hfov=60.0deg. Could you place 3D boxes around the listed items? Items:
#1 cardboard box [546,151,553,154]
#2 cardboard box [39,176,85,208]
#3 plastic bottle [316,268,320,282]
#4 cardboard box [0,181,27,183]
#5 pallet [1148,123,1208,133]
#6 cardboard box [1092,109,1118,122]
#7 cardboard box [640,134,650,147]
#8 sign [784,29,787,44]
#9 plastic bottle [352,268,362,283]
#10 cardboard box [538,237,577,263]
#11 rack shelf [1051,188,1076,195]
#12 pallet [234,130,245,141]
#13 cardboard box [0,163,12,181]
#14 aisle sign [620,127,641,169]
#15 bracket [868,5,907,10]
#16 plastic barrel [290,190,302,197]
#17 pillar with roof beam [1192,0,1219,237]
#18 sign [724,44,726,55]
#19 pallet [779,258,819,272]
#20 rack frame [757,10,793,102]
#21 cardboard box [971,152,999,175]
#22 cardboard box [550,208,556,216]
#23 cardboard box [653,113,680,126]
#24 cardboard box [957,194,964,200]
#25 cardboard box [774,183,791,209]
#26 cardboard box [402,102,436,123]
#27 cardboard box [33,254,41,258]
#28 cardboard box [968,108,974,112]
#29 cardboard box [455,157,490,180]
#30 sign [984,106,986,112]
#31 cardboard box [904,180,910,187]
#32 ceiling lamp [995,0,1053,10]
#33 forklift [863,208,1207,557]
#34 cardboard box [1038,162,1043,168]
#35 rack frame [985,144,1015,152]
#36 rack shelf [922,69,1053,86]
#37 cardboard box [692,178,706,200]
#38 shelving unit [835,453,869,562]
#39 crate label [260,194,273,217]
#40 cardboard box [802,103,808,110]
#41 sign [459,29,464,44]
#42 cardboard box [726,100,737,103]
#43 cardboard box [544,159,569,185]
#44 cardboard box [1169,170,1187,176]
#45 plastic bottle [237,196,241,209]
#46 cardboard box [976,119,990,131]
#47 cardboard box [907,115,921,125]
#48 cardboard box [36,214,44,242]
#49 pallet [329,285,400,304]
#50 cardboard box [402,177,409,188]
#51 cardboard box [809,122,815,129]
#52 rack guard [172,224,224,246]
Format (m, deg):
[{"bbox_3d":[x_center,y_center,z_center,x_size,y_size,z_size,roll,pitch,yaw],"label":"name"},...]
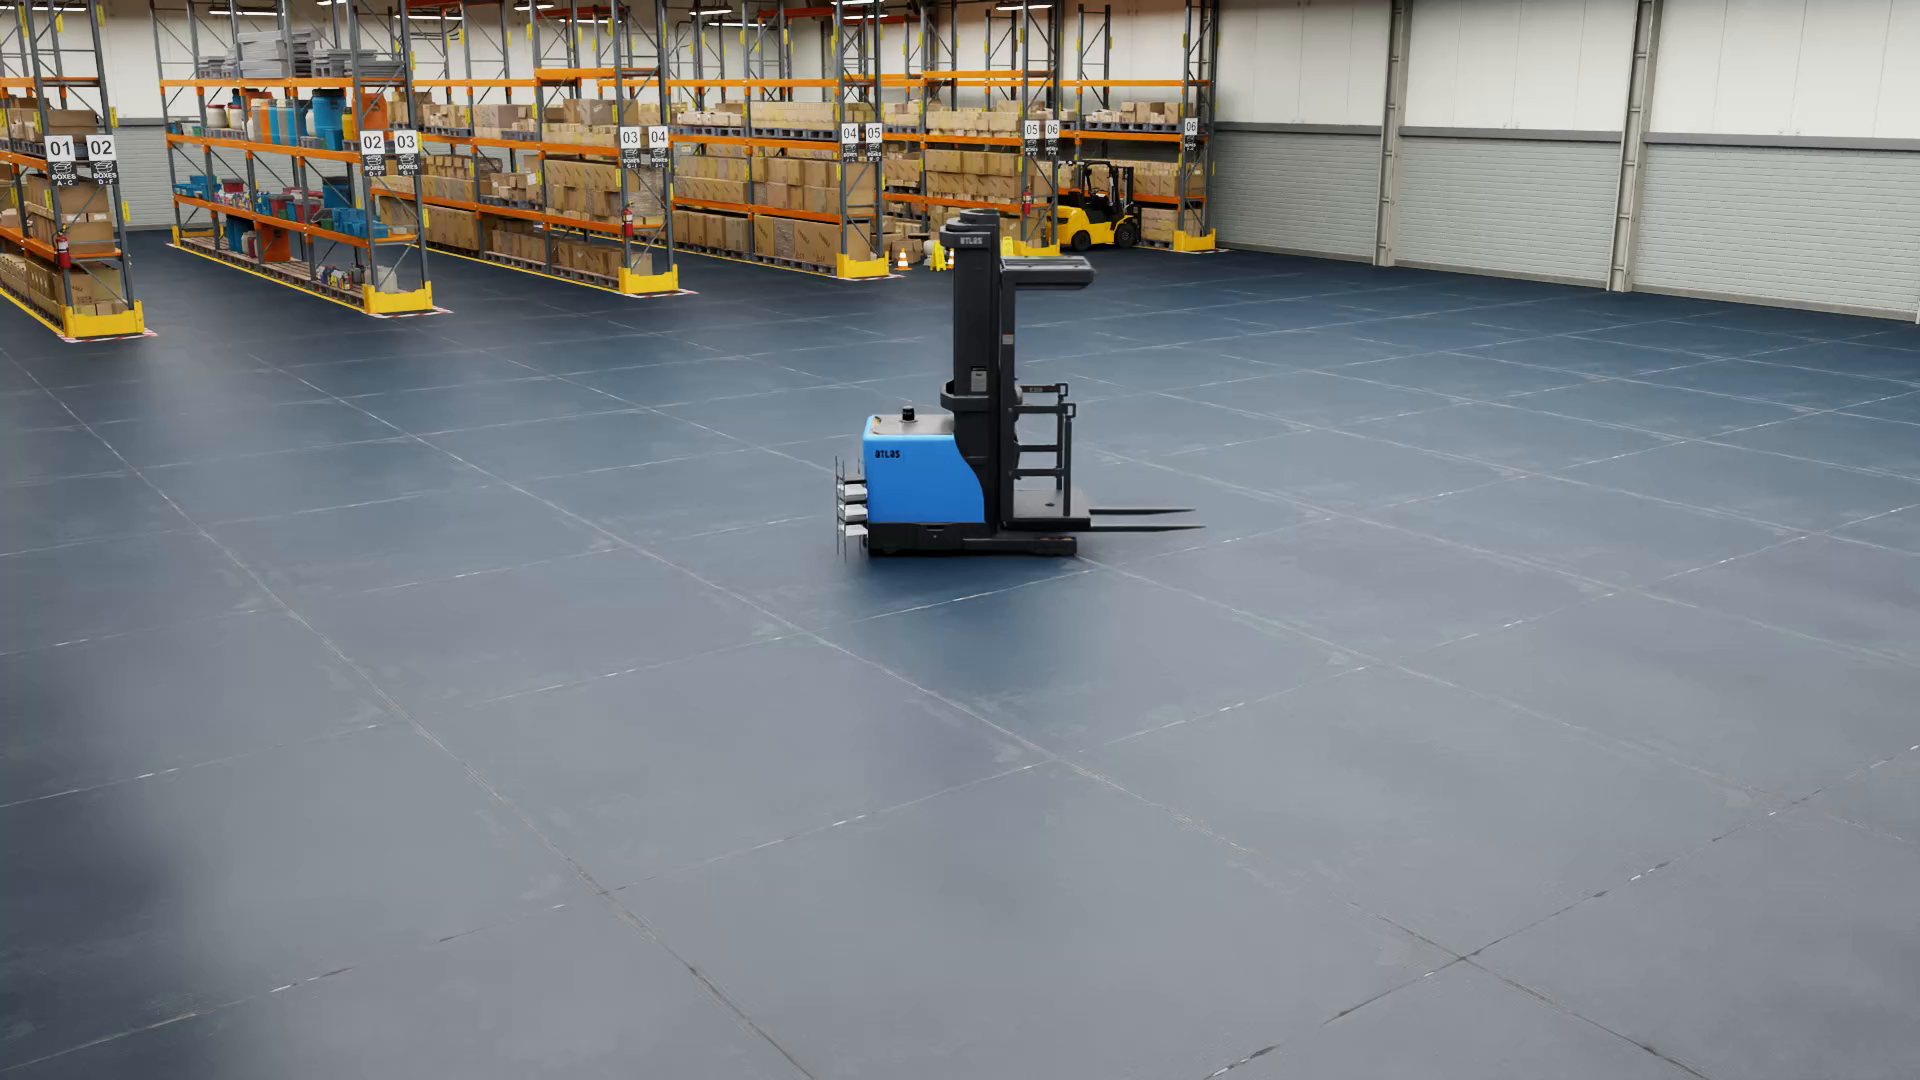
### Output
[{"bbox_3d":[-11.467,-11.114,47.355,0.500,0.500,0.500,-11,19,-35],"label":"cardboard box"},{"bbox_3d":[-15.396,-5.989,28.627,0.700,0.500,0.500,-11,19,-34],"label":"cardboard box"},{"bbox_3d":[-12.706,-5.258,32.940,0.097,0.271,0.097,0,15,0],"label":"plastic bottle"},{"bbox_3d":[-20.162,-7.321,35.158,0.500,0.500,0.700,12,19,38],"label":"cardboard box"},{"bbox_3d":[5.454,-10.281,41.443,1.003,0.211,1.213,-11,19,-35],"label":"pallet"},{"bbox_3d":[3.789,-11.015,43.142,0.500,0.311,0.500,-10,18,-33],"label":"cardboard box"},{"bbox_3d":[-6.254,-7.930,32.969,0.500,0.250,0.500,-10,18,-33],"label":"cardboard box"},{"bbox_3d":[-3.997,-11.516,38.037,0.100,0.325,0.005,-11,19,-35],"label":"sign"},{"bbox_3d":[-11.919,-5.234,32.844,0.152,0.276,0.135,-11,19,-35],"label":"plastic bottle"},{"bbox_3d":[-8.876,-6.408,36.707,0.700,0.500,0.500,-13,20,-39],"label":"cardboard box"},{"bbox_3d":[2.321,-9.656,46.037,1.077,0.370,4.000,-11,19,-35],"label":"rack shelf"},{"bbox_3d":[-15.261,-8.886,36.537,1.003,0.211,1.213,-11,19,-35],"label":"pallet"},{"bbox_3d":[-21.301,-8.113,36.952,0.500,0.500,0.500,-10,18,-33],"label":"cardboard box"},{"bbox_3d":[-6.386,-7.607,32.261,0.394,0.787,0.004,-11,19,-35],"label":"aisle sign"},{"bbox_3d":[-2.933,-16.786,52.543,0.076,0.066,4.783,-11,19,-35],"label":"bracket"},{"bbox_3d":[-14.113,-7.219,35.560,0.421,0.512,0.421,0,15,0],"label":"plastic barrel"},{"bbox_3d":[2.686,-11.236,39.082,9.100,9.000,0.400,-11,19,-35],"label":"pillar with roof beam"},{"bbox_3d":[-7.124,-14.831,50.297,0.100,0.325,0.005,-11,19,-35],"label":"sign"},{"bbox_3d":[-3.355,-6.235,37.456,1.003,0.211,1.213,-11,19,-35],"label":"pallet"},{"bbox_3d":[-5.220,-13.407,47.014,1.000,3.000,0.127,-11,19,-35],"label":"rack frame"},{"bbox_3d":[0.684,-8.902,39.272,0.700,0.500,0.500,-11,19,-35],"label":"cardboard box"},{"bbox_3d":[-8.513,-6.997,35.436,0.380,0.149,0.250,-11,19,-35],"label":"cardboard box"},{"bbox_3d":[-7.354,-10.447,41.691,0.500,0.500,0.500,-11,19,-35],"label":"cardboard box"},{"bbox_3d":[0.154,-8.292,40.166,0.380,0.149,0.250,-11,19,-34],"label":"cardboard box"},{"bbox_3d":[-3.670,-7.763,37.473,0.875,0.550,0.550,-11,19,-35],"label":"cardboard box"},{"bbox_3d":[-13.745,-10.878,42.284,0.700,0.500,0.500,-12,20,-38],"label":"cardboard box"},{"bbox_3d":[-18.081,-5.547,33.012,0.500,0.311,0.500,-11,19,-35],"label":"cardboard box"},{"bbox_3d":[0.437,-12.289,47.579,0.380,0.149,0.250,-12,19,-36],"label":"cardboard box"},{"bbox_3d":[-11.682,-8.951,40.009,0.797,0.503,0.637,-10,18,-33],"label":"cardboard box"},{"bbox_3d":[0.705,-12.043,46.732,0.100,0.325,0.005,-11,19,-35],"label":"sign"},{"bbox_3d":[-1.183,-9.012,42.002,0.380,0.149,0.250,-12,19,-36],"label":"cardboard box"},{"bbox_3d":[1.800,-14.914,41.465,0.800,3.185,2.000,-11,19,-35],"label":"ceiling lamp"},{"bbox_3d":[0.660,-1.404,14.653,3.031,2.935,1.130,0,15,0],"label":"forklift"},{"bbox_3d":[2.341,-10.244,45.404,0.380,0.149,0.250,-11,19,-34],"label":"cardboard box"},{"bbox_3d":[1.145,-10.430,47.503,1.000,3.000,0.127,-11,19,-35],"label":"rack frame"},{"bbox_3d":[0.660,-10.923,39.307,1.077,0.370,4.000,-11,19,-35],"label":"rack shelf"},{"bbox_3d":[-6.170,-8.564,40.493,0.500,0.500,0.500,-11,19,-35],"label":"cardboard box"},{"bbox_3d":[-0.935,-0.280,14.395,0.210,0.900,0.258,-6,16,-21],"label":"shelving unit"},{"bbox_3d":[-14.525,-7.115,35.323,0.502,0.435,0.616,-11,19,-35],"label":"crate label"},{"bbox_3d":[-3.177,-9.358,35.883,0.380,0.149,0.250,-11,19,-34],"label":"cardboard box"},{"bbox_3d":[-11.331,-11.454,37.811,0.100,0.325,0.005,-11,19,-35],"label":"sign"},{"bbox_3d":[-6.508,-12.659,48.791,0.500,0.500,0.500,-10,18,-34],"label":"cardboard box"},{"bbox_3d":[-8.473,-7.805,35.264,0.500,0.500,0.500,-11,19,-35],"label":"cardboard box"},{"bbox_3d":[5.418,-9.114,41.274,0.380,0.149,0.250,-11,19,-34],"label":"cardboard box"},{"bbox_3d":[-16.145,-7.560,37.237,0.061,0.283,0.133,-11,19,-35],"label":"plastic bottle"},{"bbox_3d":[0.713,-9.754,39.069,0.500,0.250,0.500,-10,18,-33],"label":"cardboard box"},{"bbox_3d":[-0.977,-10.484,41.506,0.500,0.250,0.500,-11,19,-36],"label":"cardboard box"},{"bbox_3d":[-15.966,-5.573,29.565,0.700,0.500,0.500,-11,19,-35],"label":"cardboard box"},{"bbox_3d":[-11.456,-4.742,32.003,1.003,0.211,1.213,-11,19,-35],"label":"pallet"},{"bbox_3d":[-14.014,-9.210,42.764,0.500,0.250,0.500,-10,18,-33],"label":"cardboard box"},{"bbox_3d":[-3.026,-8.918,35.787,0.380,0.149,0.250,-11,19,-34],"label":"cardboard box"},{"bbox_3d":[-19.619,-7.858,42.839,1.175,0.500,0.348,-11,19,-35],"label":"rack guard"}]
